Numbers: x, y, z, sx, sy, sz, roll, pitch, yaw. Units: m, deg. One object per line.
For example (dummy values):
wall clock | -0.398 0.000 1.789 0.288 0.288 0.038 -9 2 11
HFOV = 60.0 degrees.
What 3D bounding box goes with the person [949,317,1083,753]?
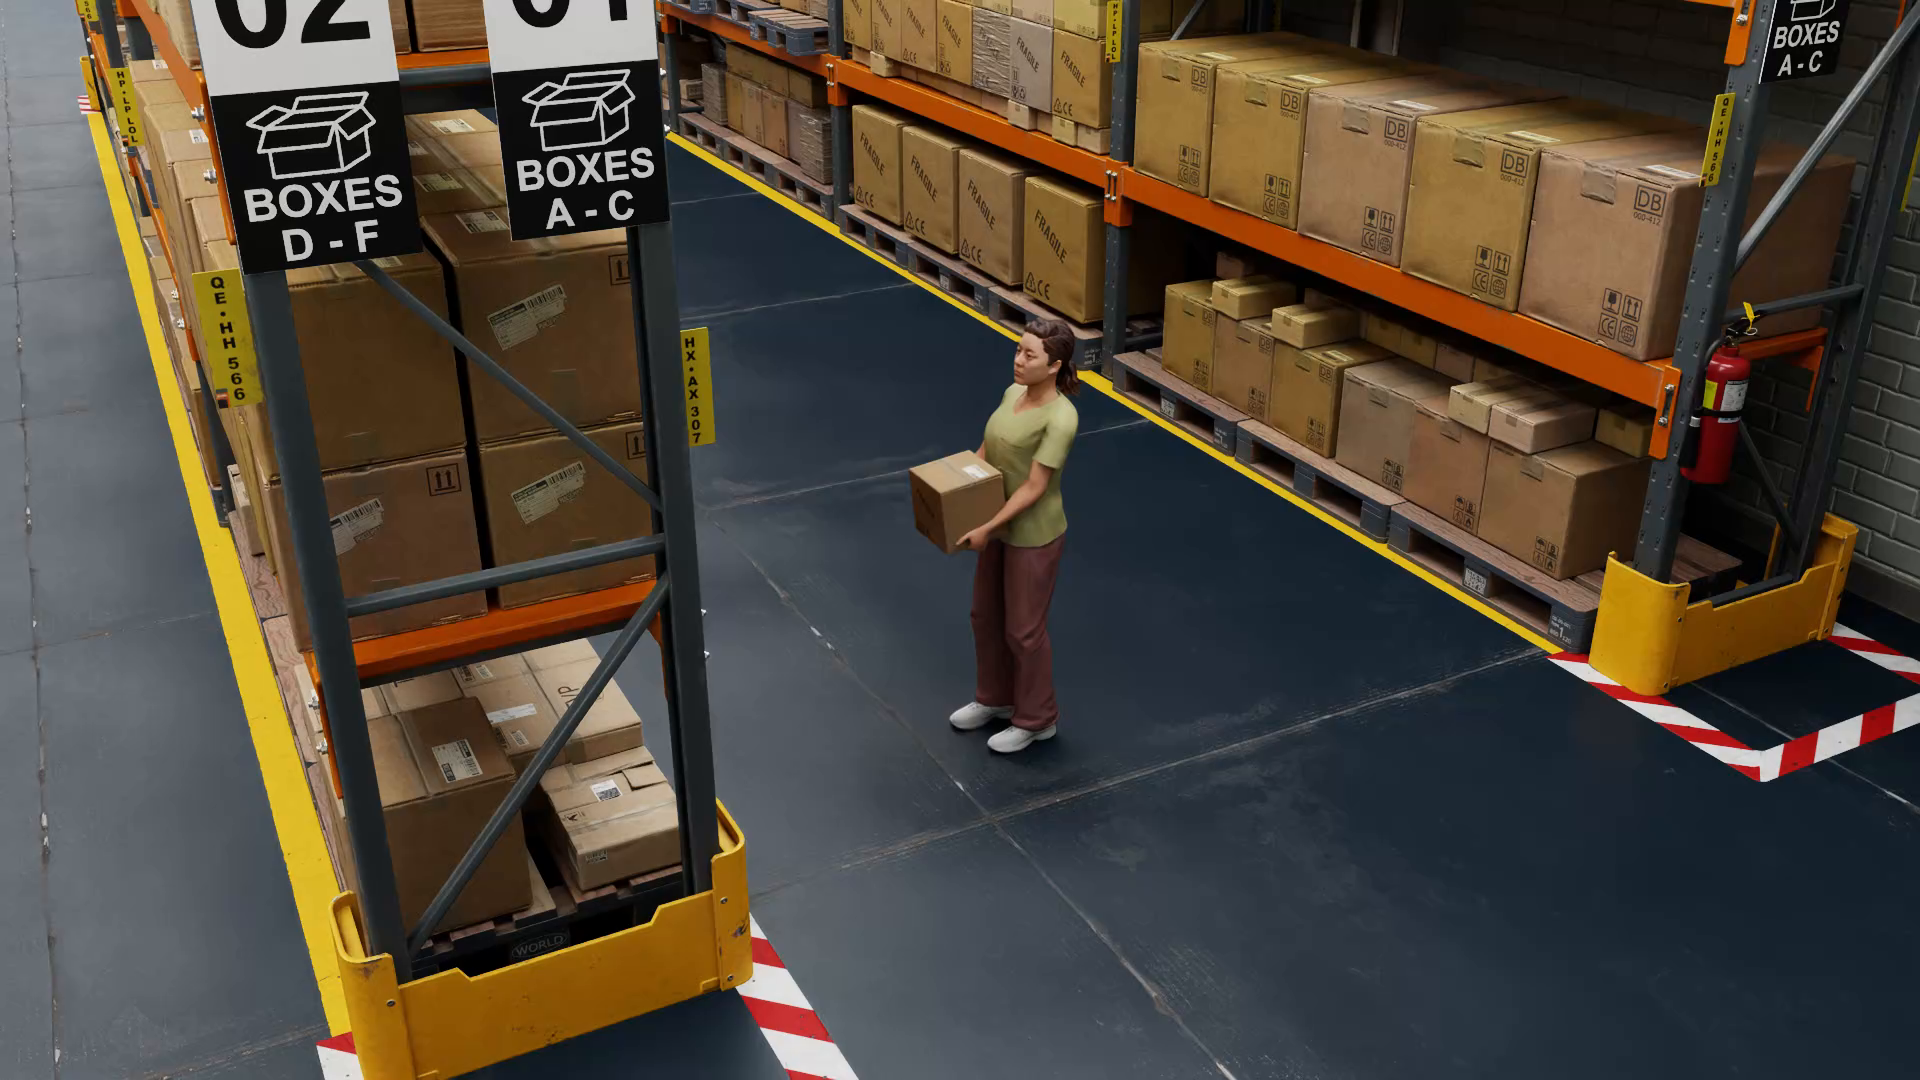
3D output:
person | 0.176 -0.004 6.132 0.559 1.662 0.427 -13 28 -25
